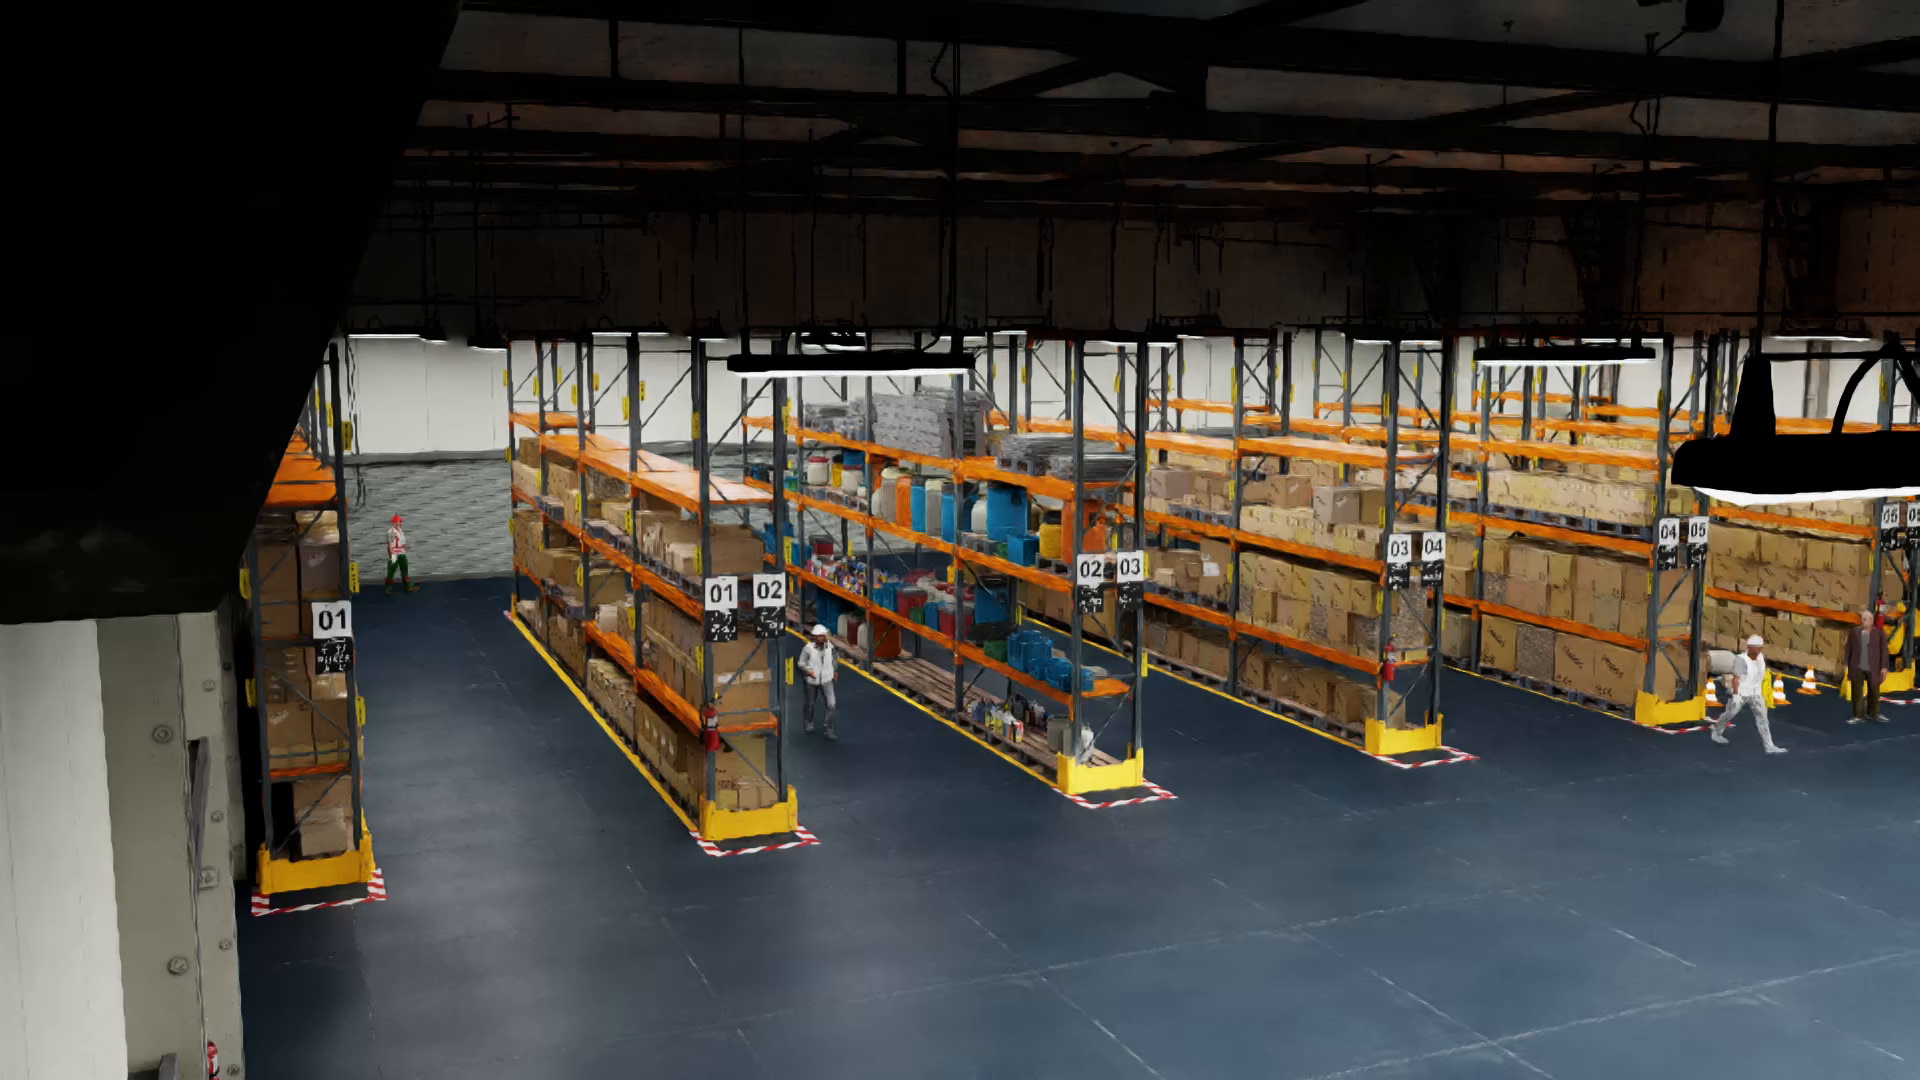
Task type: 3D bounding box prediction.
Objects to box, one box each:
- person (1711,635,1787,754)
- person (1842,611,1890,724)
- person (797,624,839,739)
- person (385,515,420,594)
[{"bbox_3d":[11.427,2.192,24.084,0.566,1.677,1.102,-3,8,-20],"label":"person"},{"bbox_3d":[14.056,1.965,25.772,0.692,1.771,0.596,6,10,37],"label":"person"},{"bbox_3d":[-2.124,2.089,25.022,0.680,1.709,0.866,-2,8,-18],"label":"person"},{"bbox_3d":[-12.701,0.317,37.639,0.567,1.780,0.722,2,8,17],"label":"person"}]
